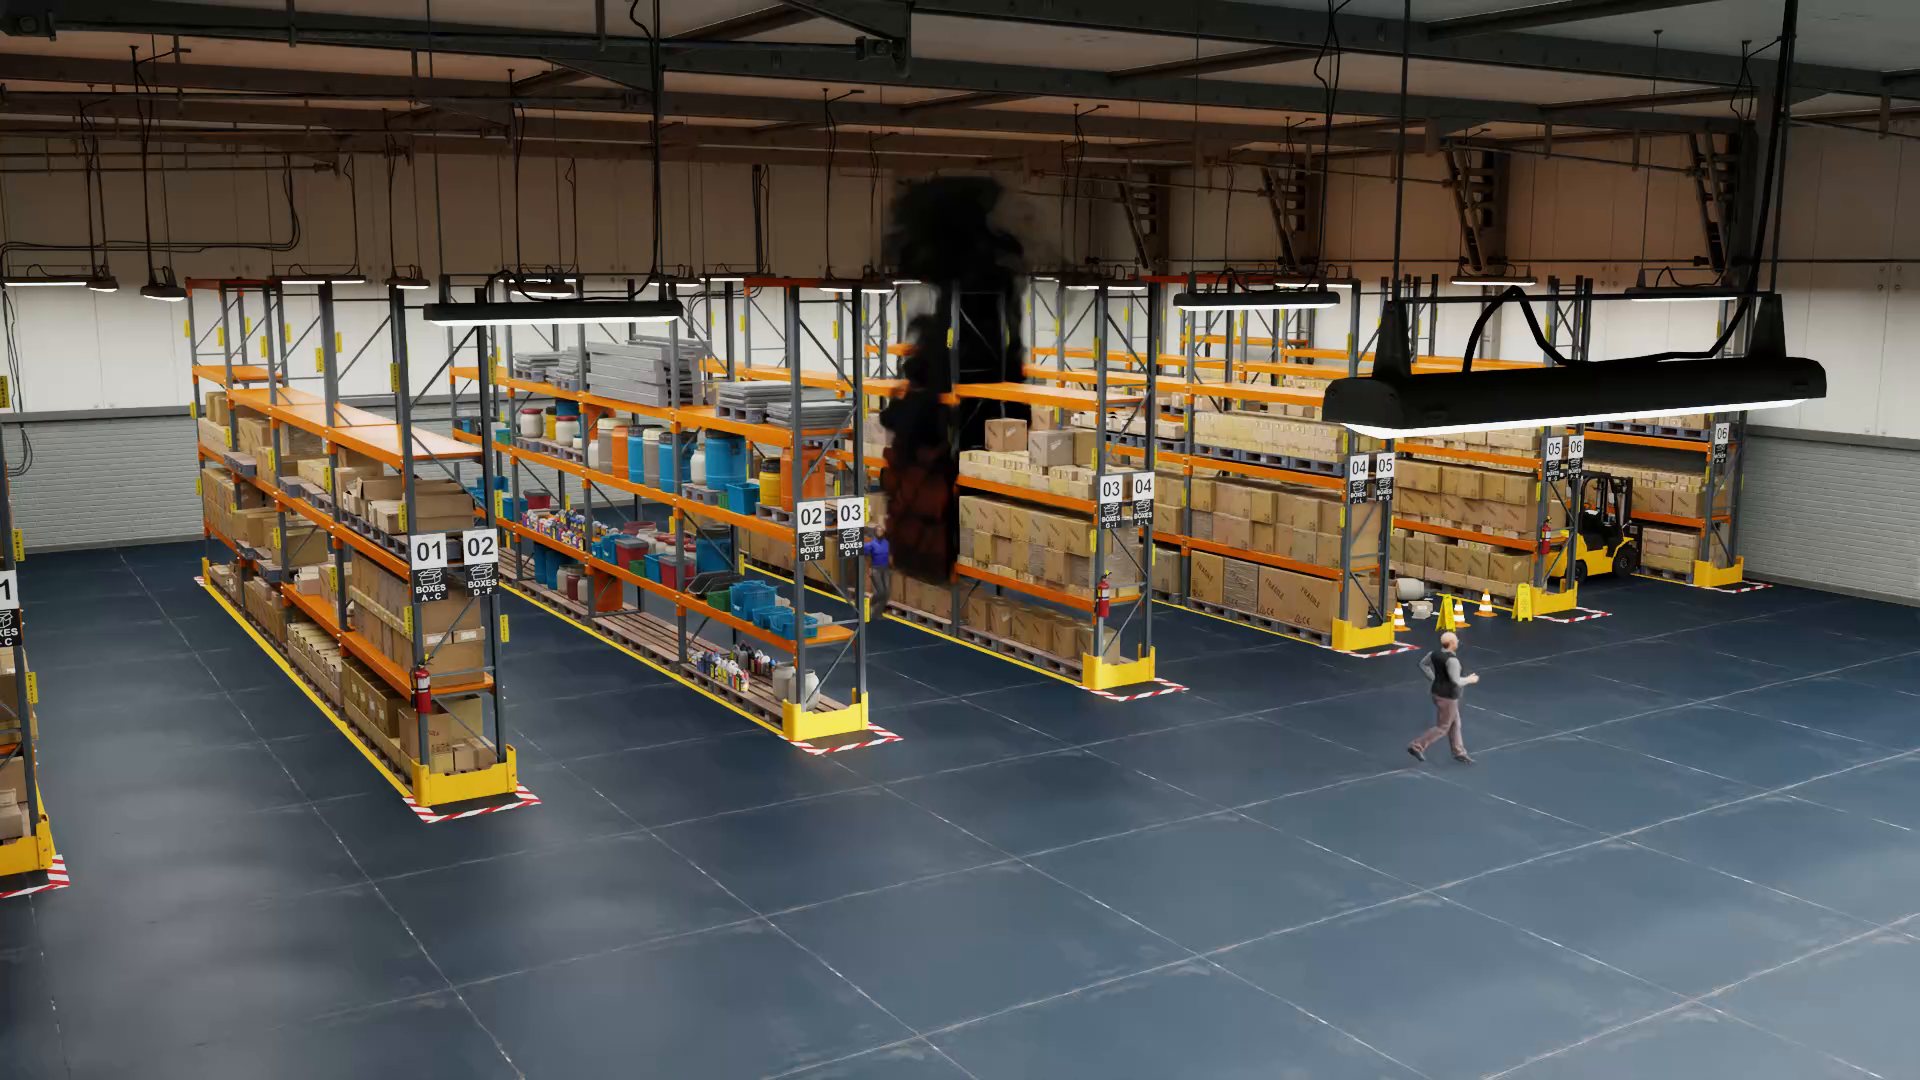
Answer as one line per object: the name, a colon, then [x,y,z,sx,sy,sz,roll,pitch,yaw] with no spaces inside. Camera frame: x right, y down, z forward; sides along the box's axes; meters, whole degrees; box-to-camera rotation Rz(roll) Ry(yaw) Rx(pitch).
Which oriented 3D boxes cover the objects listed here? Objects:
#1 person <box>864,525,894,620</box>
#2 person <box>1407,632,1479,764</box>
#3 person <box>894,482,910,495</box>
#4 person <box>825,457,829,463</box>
person: [-1.358,0.557,28.106,0.569,1.615,0.507,-7,12,-37]
person: [6.082,2.006,20.850,0.954,1.737,0.658,-1,10,-6]
person: [-1.525,-1.691,42.780,0.652,1.737,0.602,8,13,41]
person: [-3.276,-1.191,39.774,0.768,1.738,0.896,-1,10,-3]
